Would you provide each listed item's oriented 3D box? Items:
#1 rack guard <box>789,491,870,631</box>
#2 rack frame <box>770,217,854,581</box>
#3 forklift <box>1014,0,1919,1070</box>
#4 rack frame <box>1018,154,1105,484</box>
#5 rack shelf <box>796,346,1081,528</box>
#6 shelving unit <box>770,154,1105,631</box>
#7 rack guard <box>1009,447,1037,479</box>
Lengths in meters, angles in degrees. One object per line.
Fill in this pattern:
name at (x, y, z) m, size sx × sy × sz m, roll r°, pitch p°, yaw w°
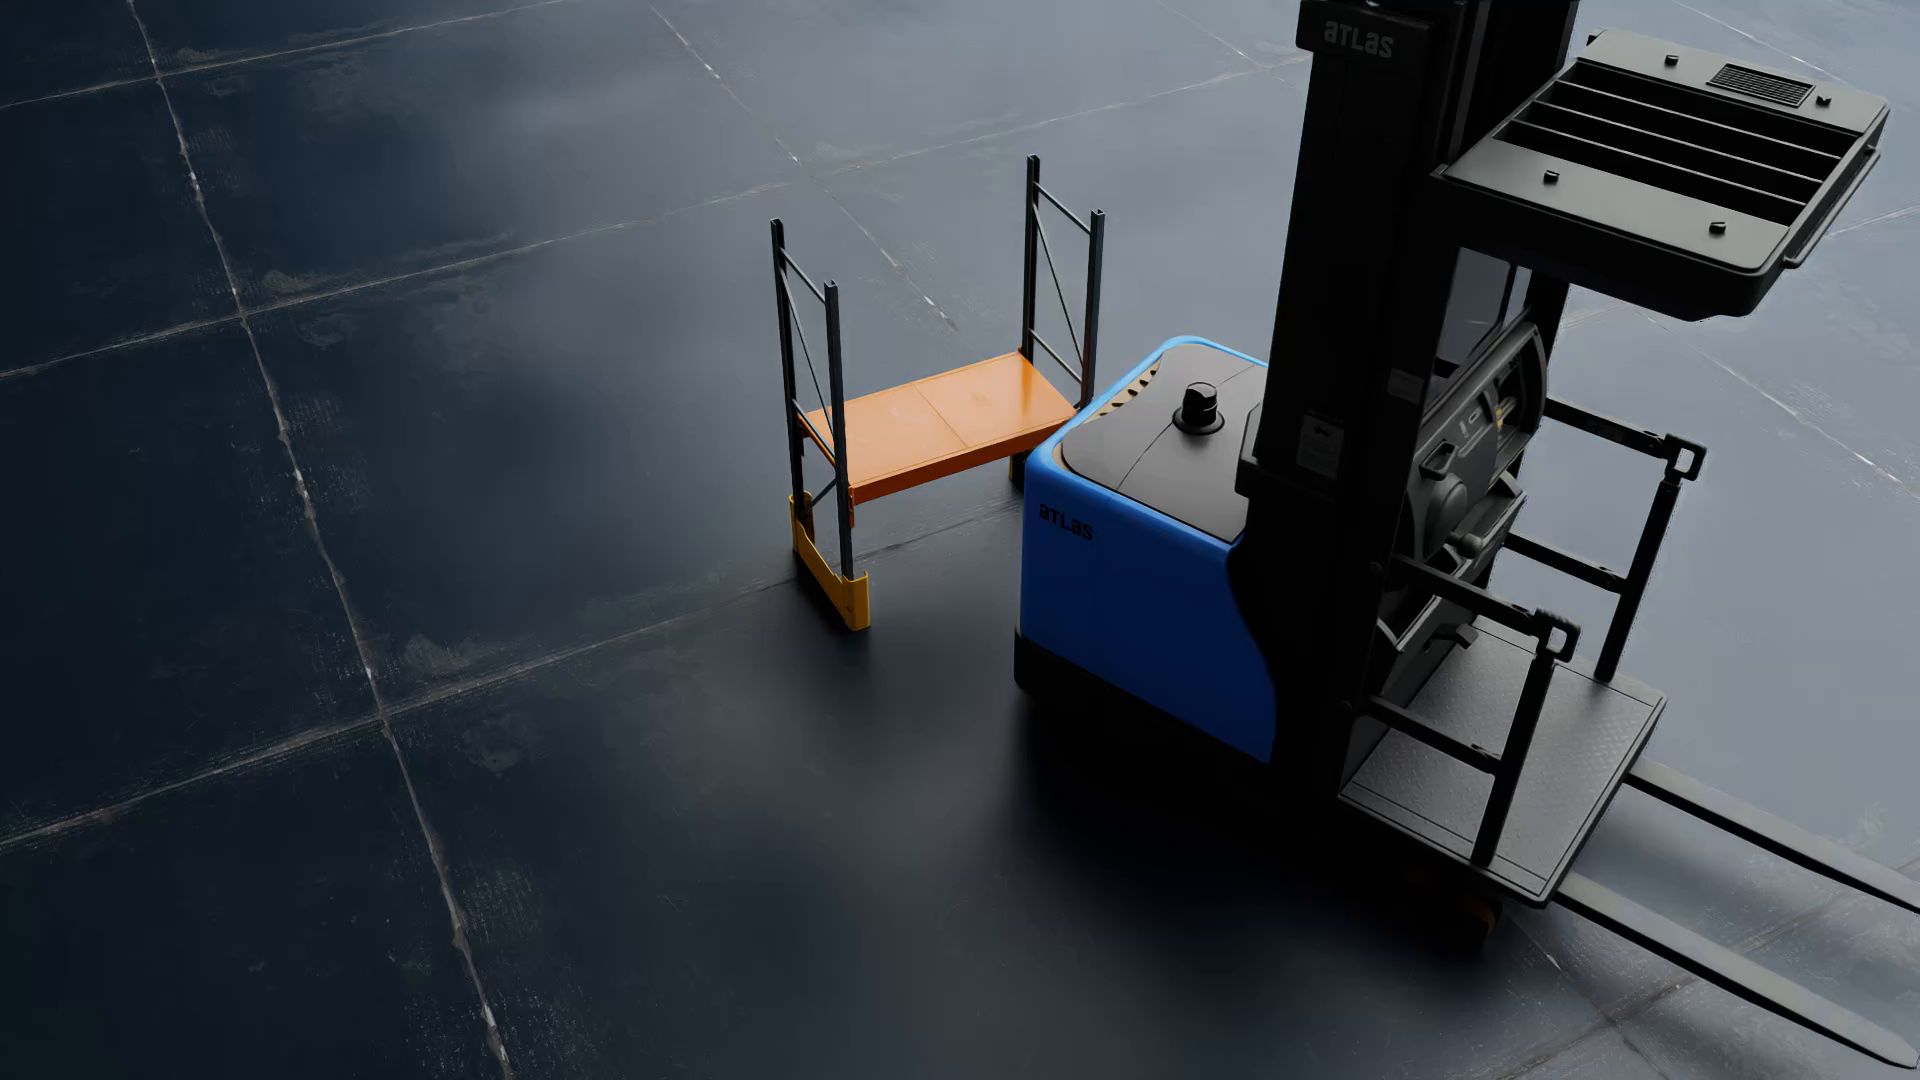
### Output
rack guard at (-0.509, 0.076, 6.467) m, size 0.087 × 0.250 × 0.587 m, roll -19°, pitch 44°, yaw -21°
rack frame at (-0.527, -0.395, 6.056) m, size 0.032 × 1.500 × 0.500 m, roll -19°, pitch 44°, yaw -21°
forklift at (1.674, -0.232, 4.756) m, size 3.031 × 2.935 × 1.130 m, roll 26°, pitch 47°, yaw 28°
rack frame at (0.375, -0.699, 6.415) m, size 0.032 × 1.500 × 0.500 m, roll -19°, pitch 44°, yaw -21°
rack shelf at (-0.076, -0.410, 6.352) m, size 1.000 × 0.185 × 0.538 m, roll -19°, pitch 44°, yaw -21°
shelving unit at (-0.068, -0.550, 6.239) m, size 1.083 × 1.500 × 0.587 m, roll -19°, pitch 44°, yaw -21°
rack guard at (0.374, -0.221, 6.818) m, size 0.087 × 0.250 × 0.587 m, roll -19°, pitch 44°, yaw -21°
